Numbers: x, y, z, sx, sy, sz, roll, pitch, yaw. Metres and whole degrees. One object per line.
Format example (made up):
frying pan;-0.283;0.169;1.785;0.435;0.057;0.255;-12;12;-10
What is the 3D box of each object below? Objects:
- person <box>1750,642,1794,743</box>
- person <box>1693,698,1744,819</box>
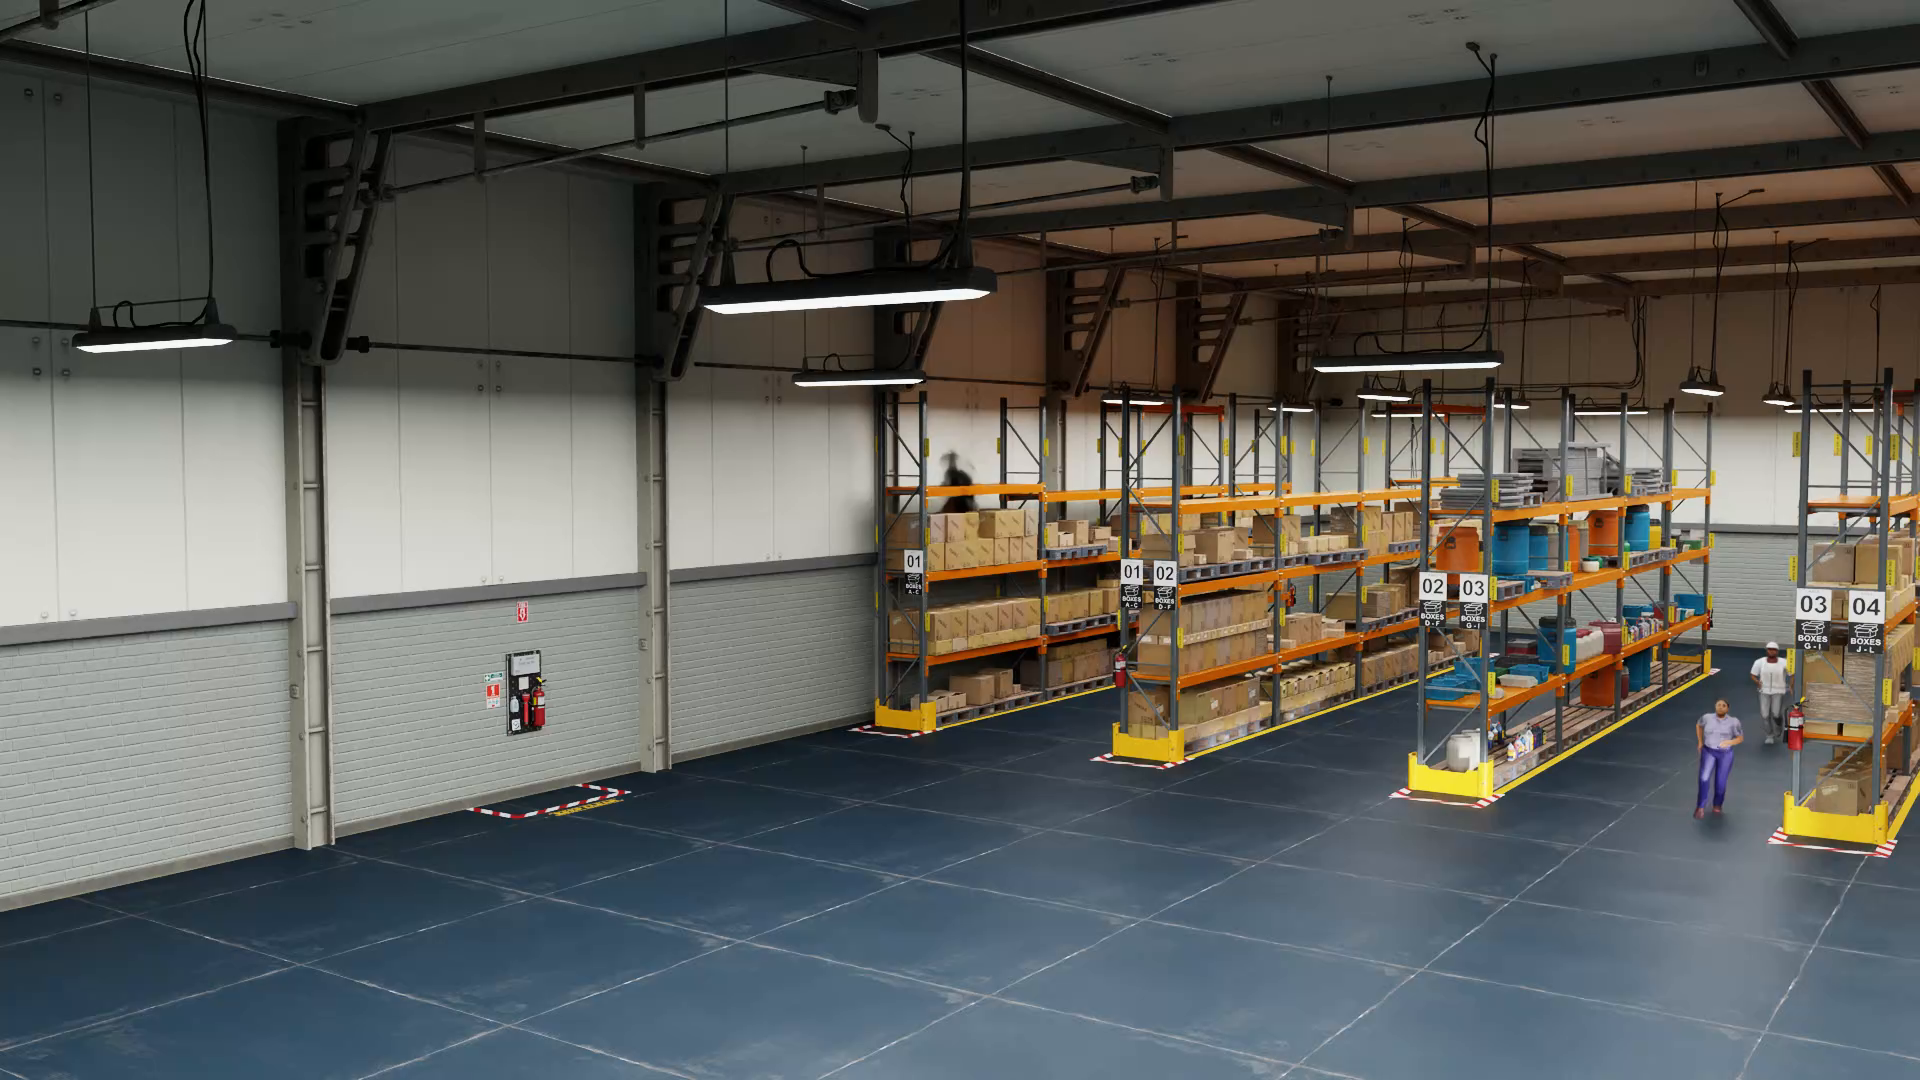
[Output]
person;13.712;2.583;28.093;0.698;1.723;0.544;2;4;32
person;10.261;2.960;22.490;0.603;1.684;0.717;2;4;28
